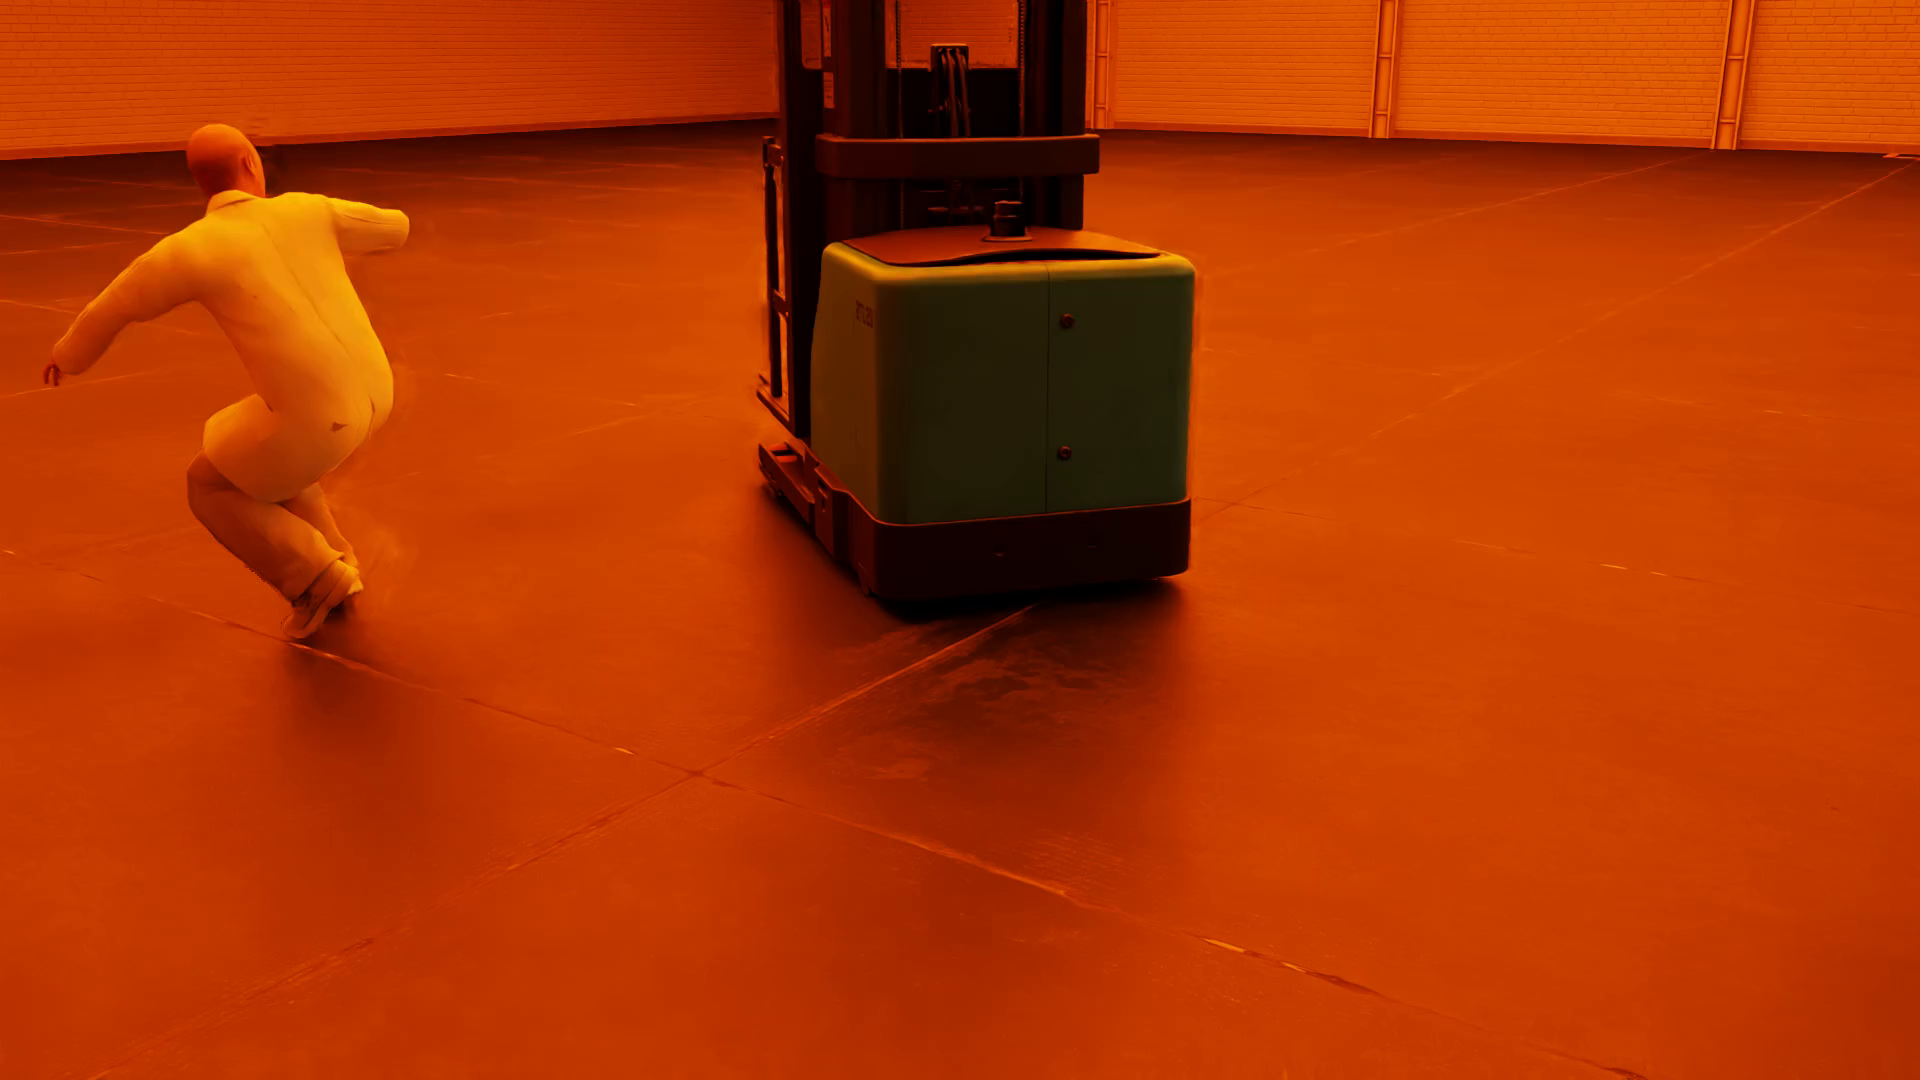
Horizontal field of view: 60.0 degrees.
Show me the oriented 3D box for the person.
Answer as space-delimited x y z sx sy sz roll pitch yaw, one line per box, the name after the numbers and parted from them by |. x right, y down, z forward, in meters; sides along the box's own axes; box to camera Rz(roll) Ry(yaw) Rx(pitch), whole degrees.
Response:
-2.143 -0.485 5.012 0.991 1.503 0.844 8 18 25 | person

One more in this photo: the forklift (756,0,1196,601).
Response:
-0.176 -1.600 6.182 1.130 2.935 3.031 -5 17 -16 | forklift
